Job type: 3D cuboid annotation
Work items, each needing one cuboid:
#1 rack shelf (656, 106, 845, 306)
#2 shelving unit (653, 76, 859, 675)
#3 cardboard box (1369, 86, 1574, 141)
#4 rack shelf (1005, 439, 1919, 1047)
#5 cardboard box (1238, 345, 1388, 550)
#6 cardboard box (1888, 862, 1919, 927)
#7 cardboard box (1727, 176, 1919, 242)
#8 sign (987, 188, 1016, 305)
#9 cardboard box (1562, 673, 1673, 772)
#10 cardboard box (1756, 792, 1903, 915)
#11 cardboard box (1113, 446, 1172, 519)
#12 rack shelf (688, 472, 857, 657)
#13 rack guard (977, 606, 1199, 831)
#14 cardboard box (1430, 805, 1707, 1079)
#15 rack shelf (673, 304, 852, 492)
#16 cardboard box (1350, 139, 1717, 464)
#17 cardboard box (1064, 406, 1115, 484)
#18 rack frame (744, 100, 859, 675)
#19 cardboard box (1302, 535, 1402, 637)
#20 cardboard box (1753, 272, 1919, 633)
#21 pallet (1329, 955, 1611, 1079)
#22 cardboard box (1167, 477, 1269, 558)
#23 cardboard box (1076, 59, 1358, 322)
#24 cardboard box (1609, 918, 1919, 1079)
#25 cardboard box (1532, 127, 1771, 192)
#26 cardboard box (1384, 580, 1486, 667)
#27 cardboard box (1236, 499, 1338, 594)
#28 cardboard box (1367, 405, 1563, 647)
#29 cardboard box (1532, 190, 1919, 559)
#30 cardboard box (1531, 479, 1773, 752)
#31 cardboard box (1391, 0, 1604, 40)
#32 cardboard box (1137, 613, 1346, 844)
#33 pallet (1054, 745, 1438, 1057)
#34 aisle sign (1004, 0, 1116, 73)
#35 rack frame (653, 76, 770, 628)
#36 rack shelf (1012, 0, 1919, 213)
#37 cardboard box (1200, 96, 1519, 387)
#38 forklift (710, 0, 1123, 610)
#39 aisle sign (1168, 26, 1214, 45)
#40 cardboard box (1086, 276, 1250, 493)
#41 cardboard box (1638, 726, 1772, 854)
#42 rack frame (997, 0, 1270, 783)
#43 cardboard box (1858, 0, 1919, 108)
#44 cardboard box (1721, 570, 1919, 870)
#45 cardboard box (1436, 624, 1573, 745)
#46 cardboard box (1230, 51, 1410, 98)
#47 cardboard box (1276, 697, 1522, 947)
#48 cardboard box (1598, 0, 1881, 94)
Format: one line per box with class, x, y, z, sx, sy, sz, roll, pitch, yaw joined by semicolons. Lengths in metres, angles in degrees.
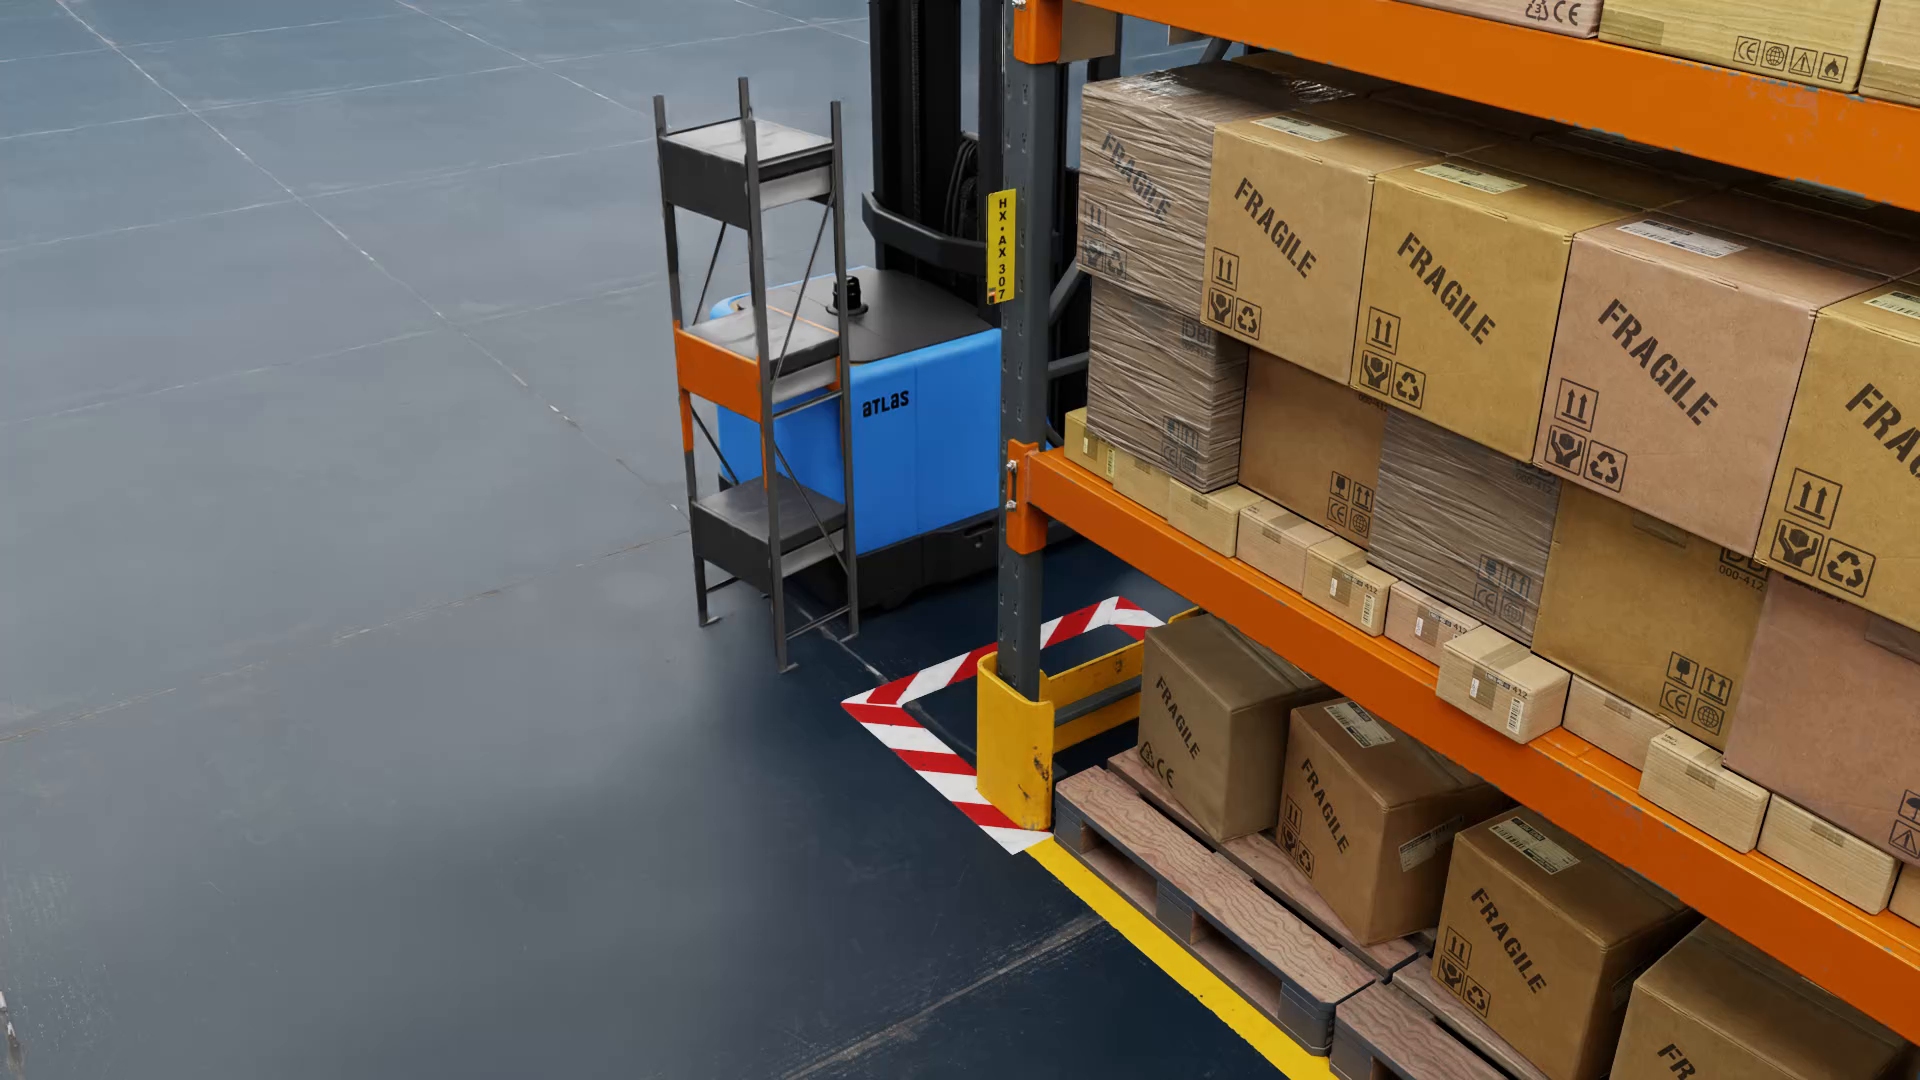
rack shelf;-0.718;-1.164;5.756;0.480;0.518;0.431;25;37;38
shelving unit;-0.718;-0.561;6.084;0.503;2.100;0.431;25;37;38
cardboard box;1.378;-0.880;4.263;0.500;0.500;0.500;-19;34;-31
rack shelf;1.723;0.490;3.959;1.077;0.370;4.000;-19;34;-31
cardboard box;1.247;-0.396;4.420;0.875;0.500;0.500;-19;34;-31
cardboard box;2.012;0.646;3.182;0.380;0.149;0.250;-19;34;-31
cardboard box;1.949;-0.488;3.542;0.500;0.500;0.500;-19;34;-31
sign;0.121;-0.834;4.736;0.100;0.325;0.005;-19;34;-31
cardboard box;1.578;0.354;3.719;0.380;0.149;0.250;-19;34;-31
cardboard box;1.834;0.560;3.340;0.380;0.149;0.250;-19;34;-31
cardboard box;0.663;-0.214;4.765;0.380;0.149;0.250;-19;34;-31
rack shelf;-0.718;0.066;6.424;0.480;0.518;0.431;25;37;38
rack guard;0.607;0.524;5.761;1.175;0.500;0.348;-19;34;-31
cardboard box;1.634;1.029;4.392;0.500;0.500;0.500;-15;32;-26
rack shelf;-0.718;-0.549;6.090;0.480;0.518;0.431;25;37;38
cardboard box;1.235;-0.538;3.634;0.500;0.500;0.500;-19;34;-31
cardboard box;0.534;-0.317;4.954;0.380;0.149;0.250;-19;34;-31
rack frame;-0.544;-0.480;5.933;0.015;2.100;0.400;25;37;38
cardboard box;1.097;0.078;4.227;0.380;0.149;0.250;-19;34;-31
cardboard box;1.818;-0.150;2.920;0.500;0.500;0.500;-19;34;-31
pallet;1.753;1.450;4.358;1.003;0.211;1.213;-19;34;-31
cardboard box;0.796;-0.113;4.578;0.380;0.149;0.250;-19;34;-31
cardboard box;0.660;-0.929;4.353;0.500;0.500;0.500;-19;34;-31
cardboard box;1.921;1.258;3.969;0.500;0.500;0.500;-22;36;-35
cardboard box;1.666;-0.685;3.904;0.500;0.500;0.500;-19;34;-31
cardboard box;1.265;0.167;4.062;0.380;0.149;0.250;-19;34;-31
cardboard box;0.958;-0.022;4.410;0.380;0.149;0.250;-19;34;-31
cardboard box;1.502;-0.190;4.040;0.875;0.500;0.500;-19;34;-31
cardboard box;1.530;-0.346;3.280;0.500;0.500;0.500;-19;34;-31
cardboard box;1.783;0.008;3.676;0.875;0.500;0.500;-19;34;-31
cardboard box;1.220;-1.205;3.340;0.500;0.250;0.500;-19;34;-31
cardboard box;0.911;0.557;5.260;0.500;0.500;0.500;-12;31;-22
pallet;1.049;0.977;5.231;1.003;0.211;1.213;-19;34;-31
aisle sign;0.283;-1.687;4.490;0.394;0.787;0.004;-19;34;-31
rack frame;-0.892;-0.643;6.234;0.015;2.100;0.400;25;37;38
rack shelf;1.723;-0.829;3.243;1.077;0.370;4.000;-19;34;-31
cardboard box;0.944;-0.732;3.992;0.500;0.500;0.500;-19;34;-31
forklift;0.446;-1.556;7.044;3.031;2.935;1.130;-20;34;-32
aisle sign;0.771;-1.854;4.796;0.394;0.787;0.004;-19;34;-31
cardboard box;0.860;-0.557;4.717;0.875;0.500;0.500;-19;34;-31
cardboard box;1.661;0.472;3.501;0.380;0.149;0.250;-19;34;-31
rack frame;0.563;-0.604;5.219;1.000;3.000;0.127;-19;34;-31
cardboard box;1.812;-0.809;2.610;0.500;0.250;0.500;-19;34;-31
cardboard box;2.039;0.214;3.297;0.875;0.500;0.500;-19;34;-31
cardboard box;1.325;0.293;3.830;0.380;0.149;0.250;-19;34;-31
cardboard box;1.083;-1.073;4.618;0.500;0.500;0.500;-19;34;-31
cardboard box;1.286;0.780;4.850;0.500;0.500;0.500;-10;30;-18
cardboard box;1.526;-1.004;2.970;0.500;0.250;0.500;-18;33;-29
